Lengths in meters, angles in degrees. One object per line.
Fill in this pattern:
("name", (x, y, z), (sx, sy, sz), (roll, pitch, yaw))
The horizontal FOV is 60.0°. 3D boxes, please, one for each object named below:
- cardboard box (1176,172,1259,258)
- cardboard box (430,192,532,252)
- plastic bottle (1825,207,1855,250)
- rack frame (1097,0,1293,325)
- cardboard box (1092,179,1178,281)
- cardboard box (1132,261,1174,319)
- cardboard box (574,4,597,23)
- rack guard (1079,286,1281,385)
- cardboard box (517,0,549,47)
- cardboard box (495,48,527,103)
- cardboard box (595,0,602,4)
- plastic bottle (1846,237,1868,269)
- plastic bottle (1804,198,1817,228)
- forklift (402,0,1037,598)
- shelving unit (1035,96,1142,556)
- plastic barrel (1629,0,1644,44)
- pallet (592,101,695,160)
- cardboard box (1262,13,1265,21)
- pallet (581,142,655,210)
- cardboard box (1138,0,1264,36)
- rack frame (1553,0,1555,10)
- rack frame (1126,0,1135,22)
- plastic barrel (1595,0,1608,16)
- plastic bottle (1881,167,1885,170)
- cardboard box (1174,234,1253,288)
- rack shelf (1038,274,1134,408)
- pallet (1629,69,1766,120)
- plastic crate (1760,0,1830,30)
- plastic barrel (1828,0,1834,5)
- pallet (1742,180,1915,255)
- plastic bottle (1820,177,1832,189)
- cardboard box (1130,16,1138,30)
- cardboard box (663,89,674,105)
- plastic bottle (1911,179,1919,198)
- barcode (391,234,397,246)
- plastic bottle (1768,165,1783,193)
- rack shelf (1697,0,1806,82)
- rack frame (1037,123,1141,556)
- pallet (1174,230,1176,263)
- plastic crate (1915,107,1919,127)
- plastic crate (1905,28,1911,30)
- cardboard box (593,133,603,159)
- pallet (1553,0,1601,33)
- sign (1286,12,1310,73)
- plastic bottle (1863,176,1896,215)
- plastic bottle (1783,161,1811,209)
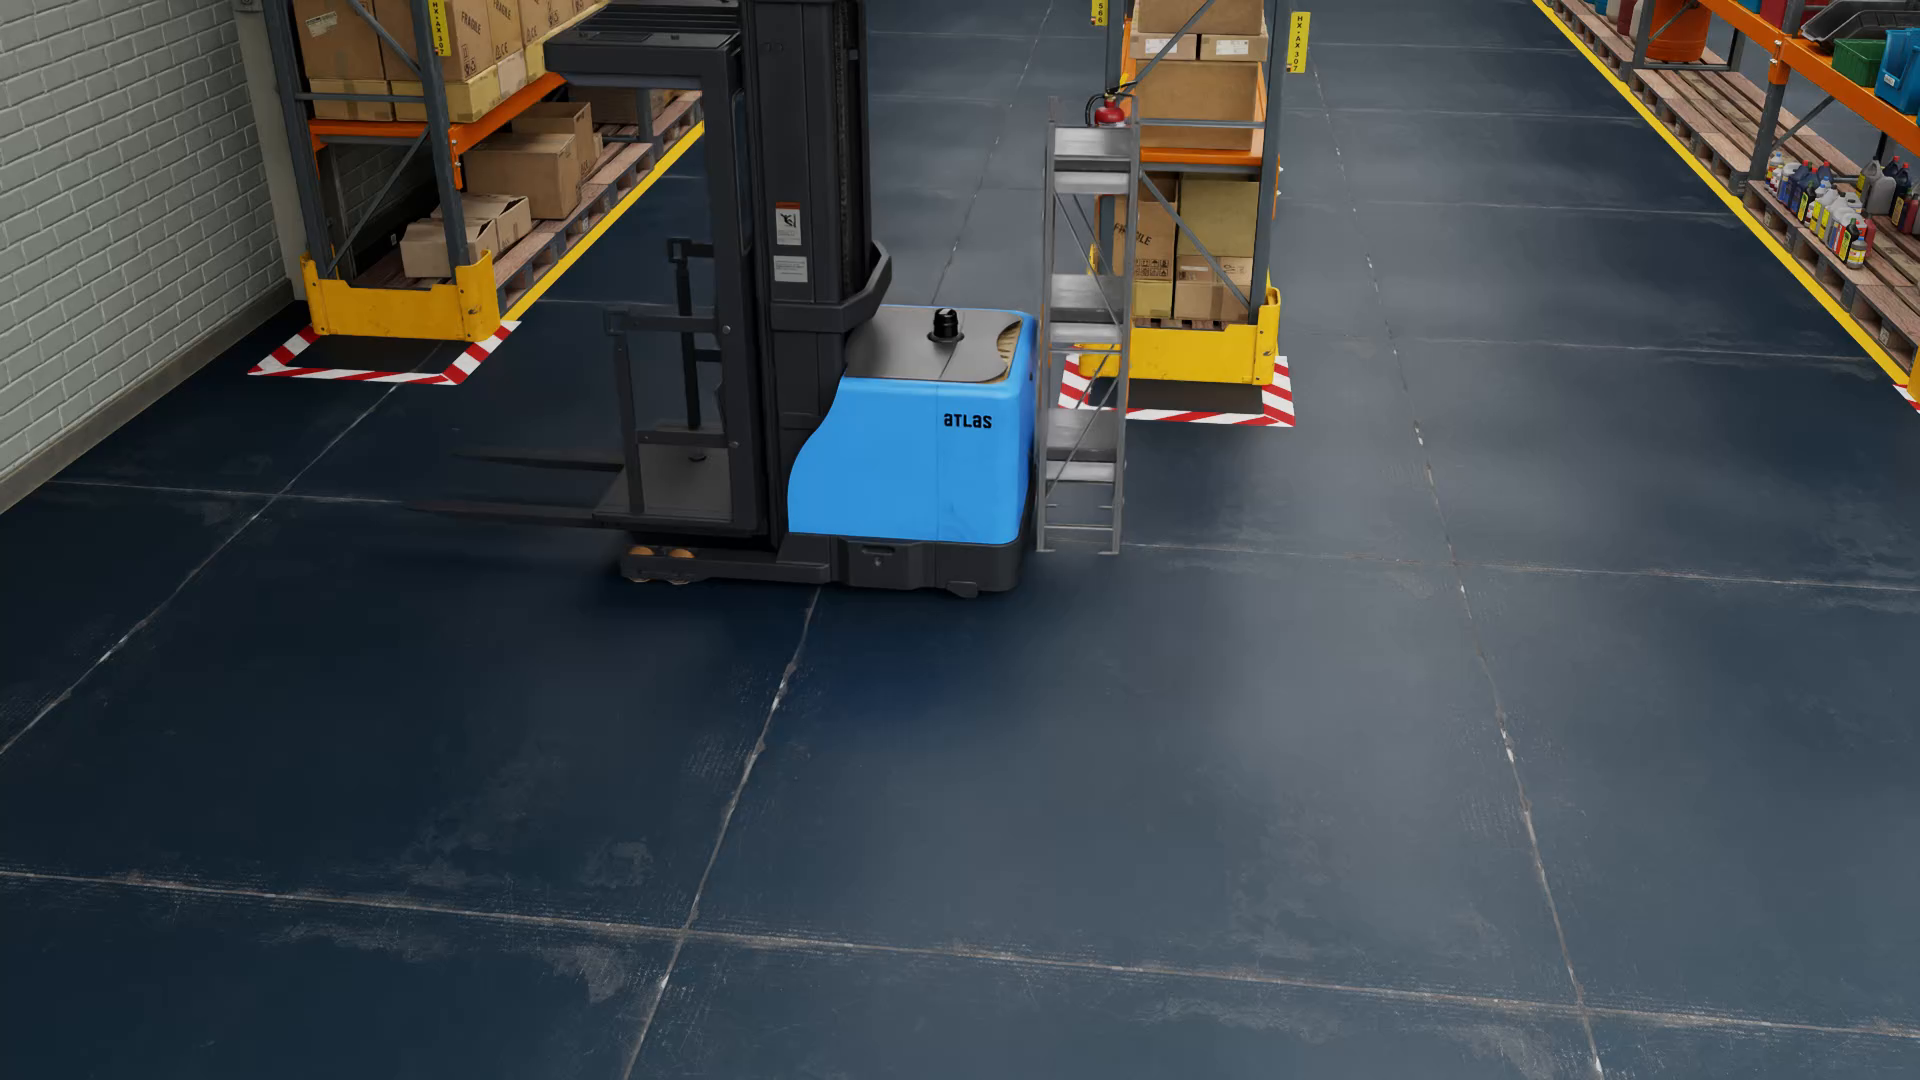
("cardboard box", (1.667, -2.151, 10.746), (0.500, 0.500, 0.500), (3, 28, 6))
("cardboard box", (-3.352, -2.257, 11.647), (0.500, 0.311, 0.500), (6, 29, 10))
("plastic bottle", (6.102, -2.149, 11.484), (0.152, 0.276, 0.135), (3, 28, 5))
("rack frame", (1.321, -2.372, 9.490), (1.000, 3.000, 0.127), (3, 28, 6))
("cardboard box", (1.092, -1.946, 10.365), (0.500, 0.500, 0.500), (3, 28, 6))
("cardboard box", (1.094, -1.616, 10.543), (0.500, 0.250, 0.500), (3, 28, 6))
("cardboard box", (-2.978, -3.771, 12.224), (0.500, 0.250, 0.500), (3, 28, 6))
("rack guard", (1.318, -1.260, 10.062), (1.175, 0.500, 0.348), (3, 28, 6))
("cardboard box", (-3.099, -3.613, 11.140), (0.500, 0.500, 0.500), (2, 28, 5))
("cardboard box", (-3.171, -3.057, 10.899), (0.500, 0.250, 0.500), (2, 28, 5))
("cardboard box", (-2.912, -4.338, 12.486), (0.500, 0.500, 0.500), (3, 28, 6))
("plastic bottle", (6.027, -1.934, 11.163), (0.097, 0.201, 0.097), (0, 28, 0))
("plastic bottle", (6.135, -2.350, 11.936), (0.097, 0.201, 0.097), (0, 28, 0))
("forklift", (-1.172, -1.321, 7.612), (3.031, 2.935, 1.130), (4, 29, 7))
("shelving unit", (0.594, -0.975, 7.846), (0.431, 2.100, 0.503), (2, 28, 4))
("plastic barrel", (7.240, -5.440, 17.365), (0.421, 0.512, 0.421), (0, 28, 0))
("pallet", (-3.012, -3.680, 14.857), (1.003, 0.211, 1.213), (3, 28, 6))
("cardboard box", (1.645, -3.115, 10.080), (0.380, 0.149, 0.250), (3, 29, 6))
("pallet", (-3.153, -2.995, 13.586), (1.003, 0.211, 1.213), (3, 28, 6))
("cardboard box", (1.398, -3.231, 9.611), (0.700, 0.500, 0.500), (3, 29, 6))
("rack frame", (7.707, -7.731, 19.437), (1.000, 3.000, 0.127), (3, 28, 6))
("rack frame", (1.811, -4.255, 12.985), (1.000, 3.000, 0.127), (3, 28, 6))
("plastic barrel", (7.537, -6.403, 18.743), (0.600, 0.901, 0.708), (3, 28, 6))
("plastic bottle", (6.992, -2.738, 12.656), (0.097, 0.201, 0.097), (0, 28, 0))
("cardboard box", (1.665, -1.821, 10.924), (0.500, 0.250, 0.500), (3, 28, 6))
("rack shelf", (0.594, -0.963, 7.852), (0.431, 0.518, 0.480), (2, 28, 4))
("pallet", (7.084, -4.258, 15.931), (1.003, 0.211, 1.213), (3, 28, 6))
("plastic crate", (6.483, -4.239, 12.888), (0.402, 0.464, 0.583), (3, 28, 6))
("plastic barrel", (7.062, -4.462, 13.227), (0.433, 0.535, 0.433), (0, 28, 0))
("pallet", (6.603, -2.424, 12.526), (1.003, 0.211, 1.213), (3, 28, 6))
("plastic bottle", (6.318, -2.526, 12.190), (0.097, 0.271, 0.097), (0, 28, 0))
("cardboard box", (1.210, -3.015, 9.895), (0.380, 0.149, 0.250), (4, 29, 7))
("cardboard box", (-3.018, -4.227, 15.106), (0.700, 0.500, 0.500), (3, 28, 5))
("plastic bottle", (6.871, -2.430, 11.927), (0.144, 0.351, 0.185), (3, 28, 6))
("barcode", (-3.816, -2.024, 11.206), (0.001, 0.075, 0.075), (3, 28, 6))
("plastic bottle", (6.240, -2.754, 12.686), (0.097, 0.201, 0.097), (0, 28, 0))
("rack shelf", (6.972, -4.590, 14.365), (1.077, 0.370, 4.000), (3, 28, 6))
("rack frame", (0.575, -0.860, 7.632), (0.400, 2.100, 0.015), (2, 28, 4))
("pallet", (1.525, -2.079, 11.887), (1.003, 0.211, 1.213), (3, 28, 6))
("plastic crate", (6.086, -2.575, 10.024), (0.499, 0.251, 0.408), (3, 28, 6))
("plastic crate", (6.861, -3.363, 11.486), (0.499, 0.251, 0.616), (3, 28, 6))
("cardboard box", (-3.141, -3.233, 13.613), (0.380, 0.166, 0.250), (0, 28, 0))
("pallet", (7.571, -6.142, 19.429), (1.003, 0.211, 1.213), (3, 28, 6))
("sign", (1.871, -2.753, 9.200), (0.100, 0.325, 0.005), (3, 28, 6))
("plastic bottle", (6.760, -2.546, 12.221), (0.152, 0.276, 0.135), (3, 28, 6))
("plastic bottle", (6.216, -2.637, 12.310), (0.144, 0.351, 0.185), (4, 29, 8))
